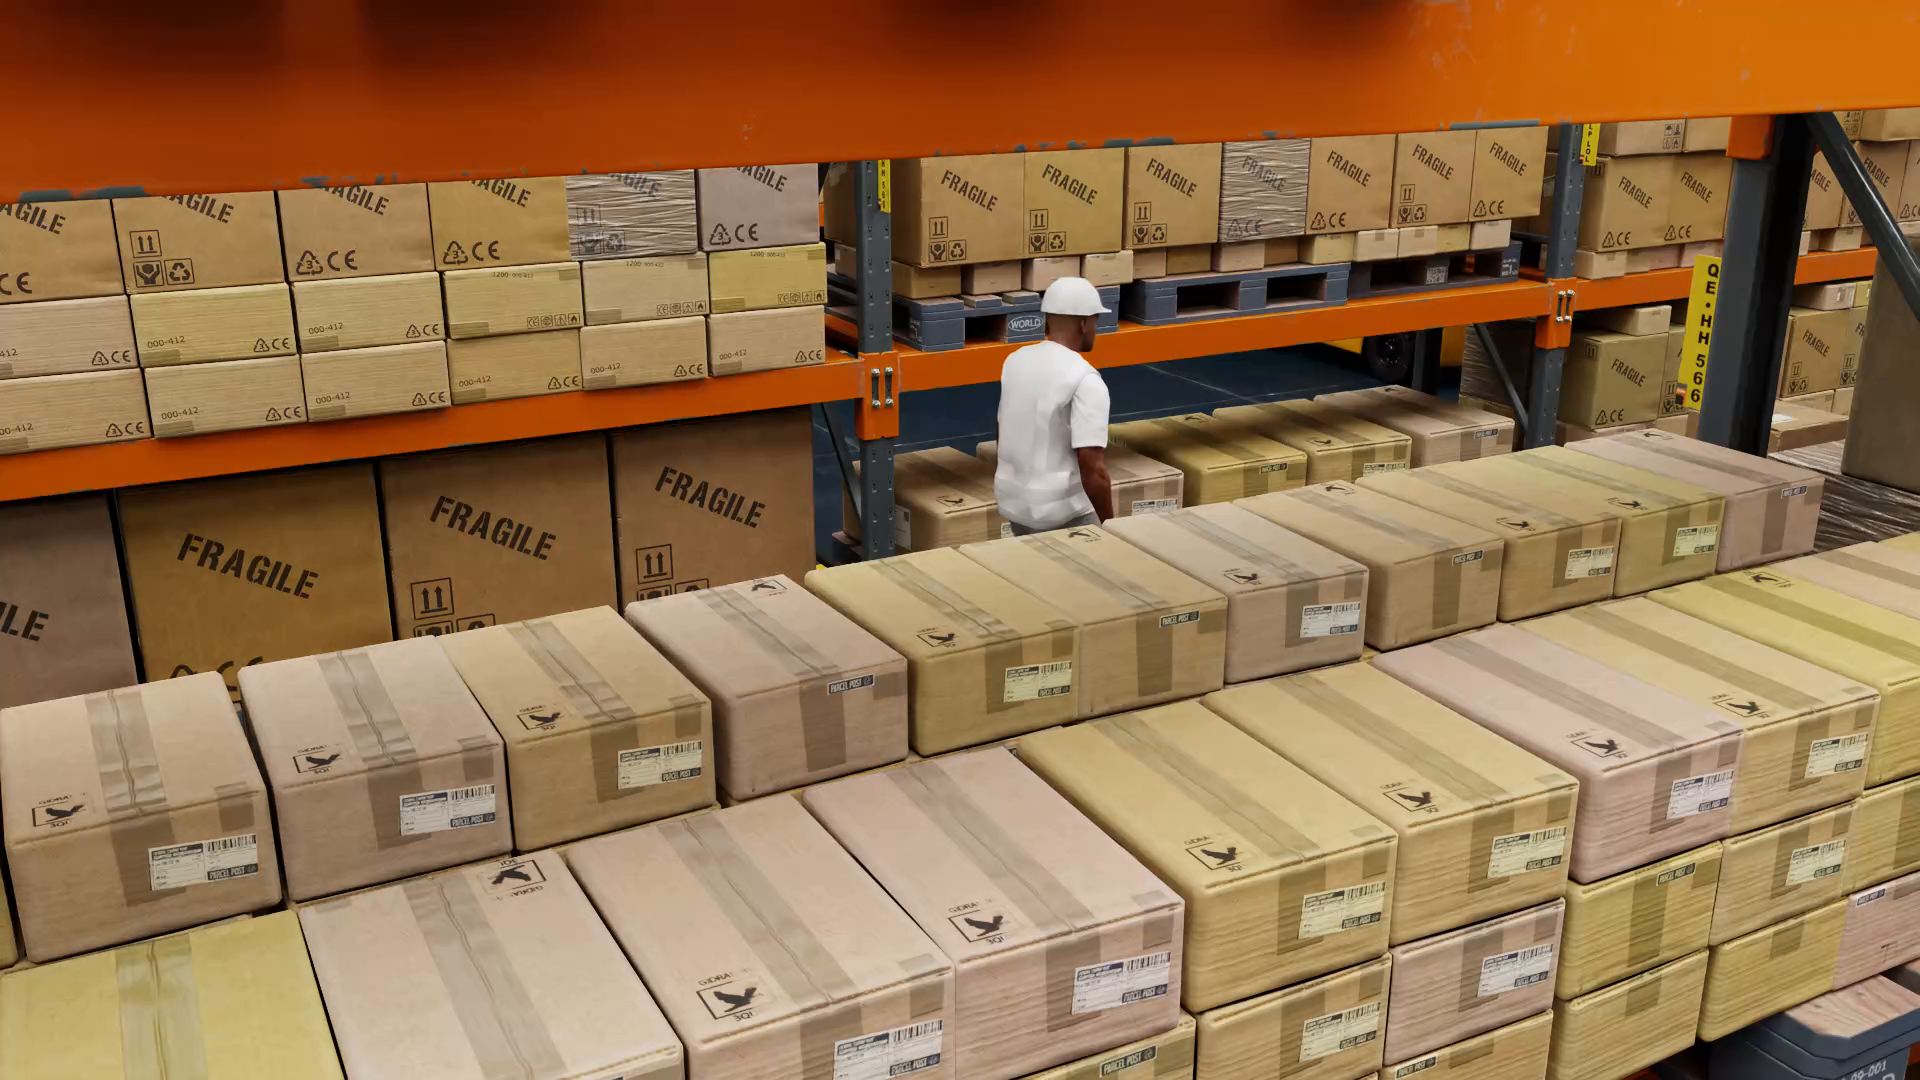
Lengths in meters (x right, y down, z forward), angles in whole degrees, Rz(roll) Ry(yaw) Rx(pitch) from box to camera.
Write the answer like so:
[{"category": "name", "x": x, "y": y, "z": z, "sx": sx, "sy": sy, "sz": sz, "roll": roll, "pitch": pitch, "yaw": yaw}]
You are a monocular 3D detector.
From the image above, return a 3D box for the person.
[{"category": "person", "x": 0.382, "y": -0.128, "z": 6.416, "sx": 0.456, "sy": 1.761, "sz": 0.637, "roll": -12, "pitch": 22, "yaw": -31}]
